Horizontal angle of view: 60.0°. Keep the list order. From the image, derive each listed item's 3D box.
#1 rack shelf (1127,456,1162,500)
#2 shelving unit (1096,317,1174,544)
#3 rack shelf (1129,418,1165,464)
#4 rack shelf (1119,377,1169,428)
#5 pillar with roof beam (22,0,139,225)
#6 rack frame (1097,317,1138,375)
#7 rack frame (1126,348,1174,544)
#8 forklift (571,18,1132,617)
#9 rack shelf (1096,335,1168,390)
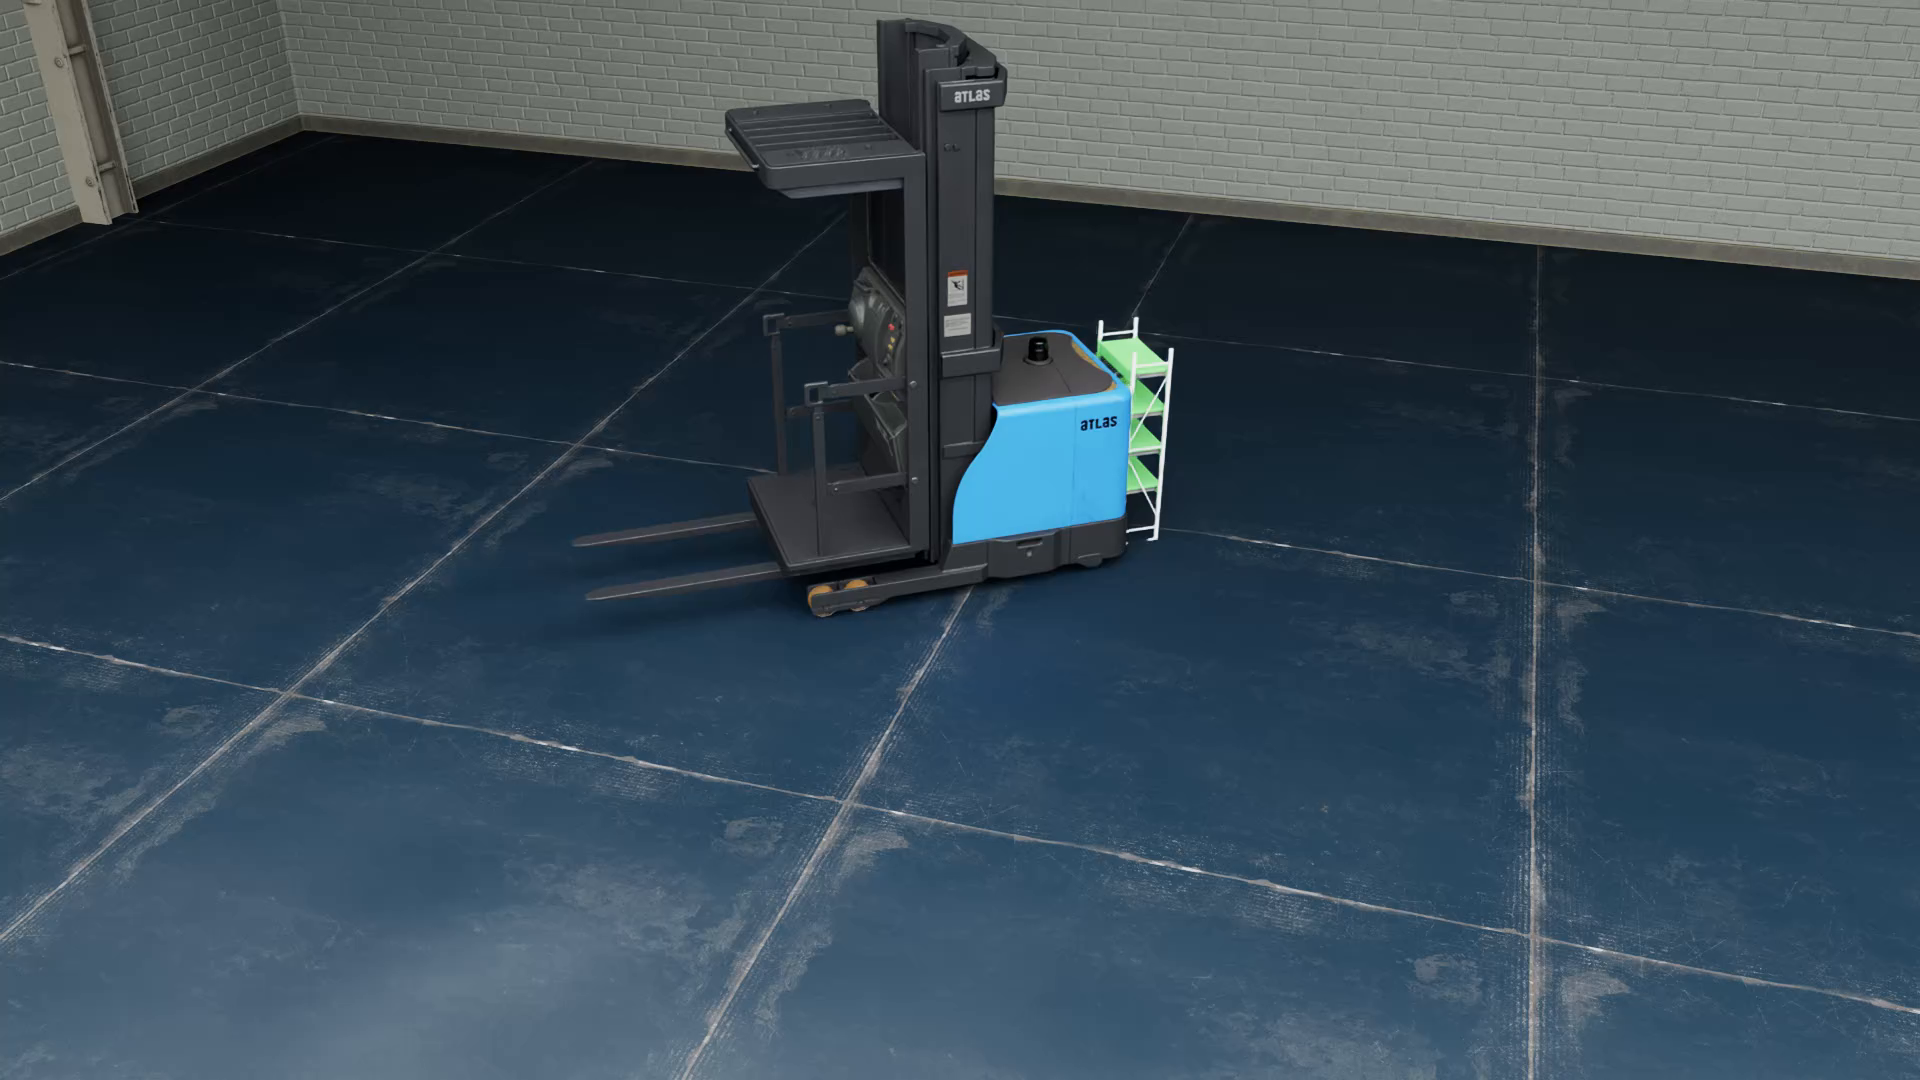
[{"bbox_3d":[0.972,-0.363,9.789,0.258,0.148,0.480,-8,30,-16],"label":"rack shelf"},{"bbox_3d":[0.977,-0.630,9.642,0.258,1.200,0.503,-8,30,-16],"label":"shelving unit"},{"bbox_3d":[0.976,-0.574,9.673,0.258,0.148,0.480,-8,30,-16],"label":"rack shelf"},{"bbox_3d":[0.980,-0.784,9.558,0.258,0.148,0.480,-8,30,-16],"label":"rack shelf"},{"bbox_3d":[-3.550,-6.236,11.703,9.100,9.000,0.400,8,30,15],"label":"pillar with roof beam"},{"bbox_3d":[0.902,-0.742,9.845,0.240,1.200,0.015,-8,30,-16],"label":"rack frame"},{"bbox_3d":[1.053,-0.517,9.440,0.240,1.200,0.015,-8,30,-16],"label":"rack frame"},{"bbox_3d":[-0.626,-1.153,8.808,3.031,2.935,1.130,-9,30,-16],"label":"forklift"},{"bbox_3d":[0.984,-0.994,9.442,0.258,0.148,0.480,-8,30,-16],"label":"rack shelf"}]
